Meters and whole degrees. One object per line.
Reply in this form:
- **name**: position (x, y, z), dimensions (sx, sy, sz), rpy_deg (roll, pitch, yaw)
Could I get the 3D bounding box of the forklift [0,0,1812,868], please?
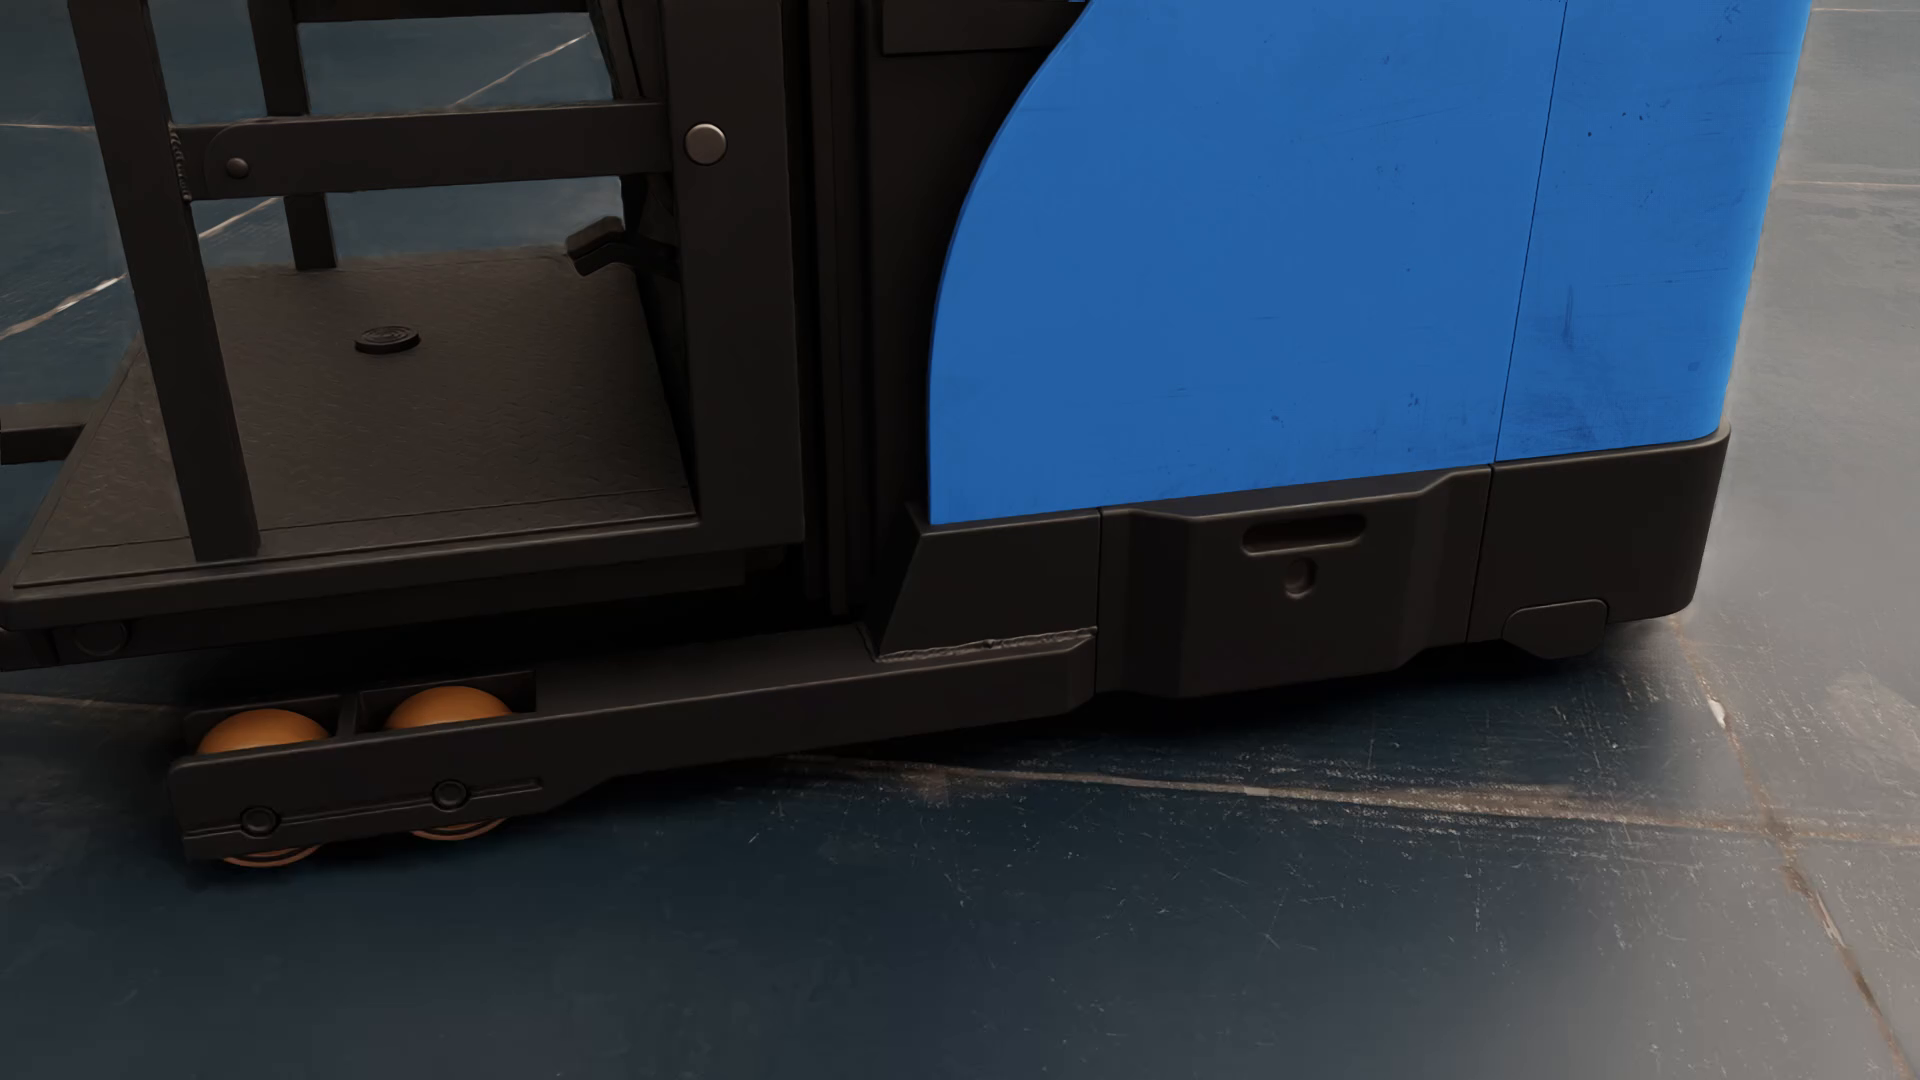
- **forklift**: position (-0.598, -1.220, 1.661), dimensions (3.031, 2.935, 1.130), rpy_deg (-6, 27, -13)
